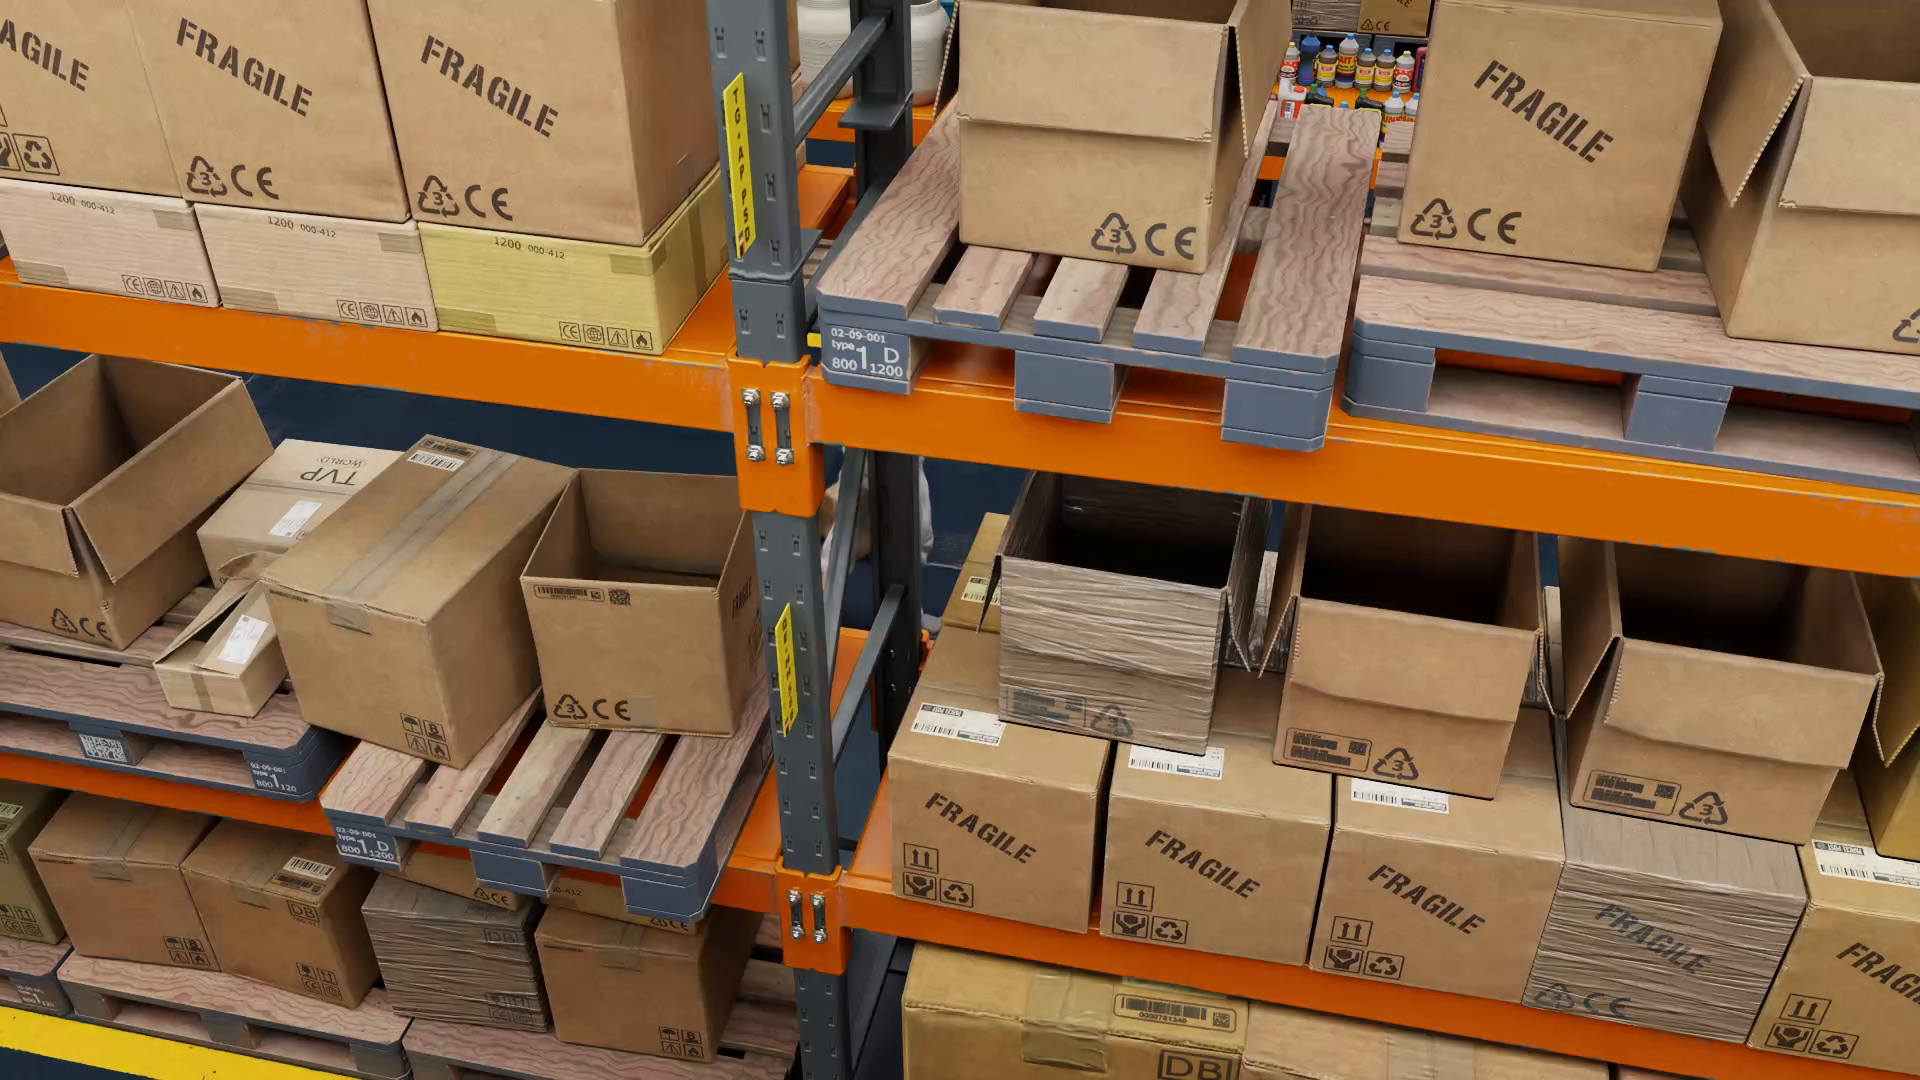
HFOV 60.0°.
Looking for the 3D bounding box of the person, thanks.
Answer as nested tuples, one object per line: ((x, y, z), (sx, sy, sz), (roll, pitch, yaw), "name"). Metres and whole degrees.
((-0.339, -0.322, 6.573), (0.593, 1.778, 0.617), (-9, 37, -12), "person")
